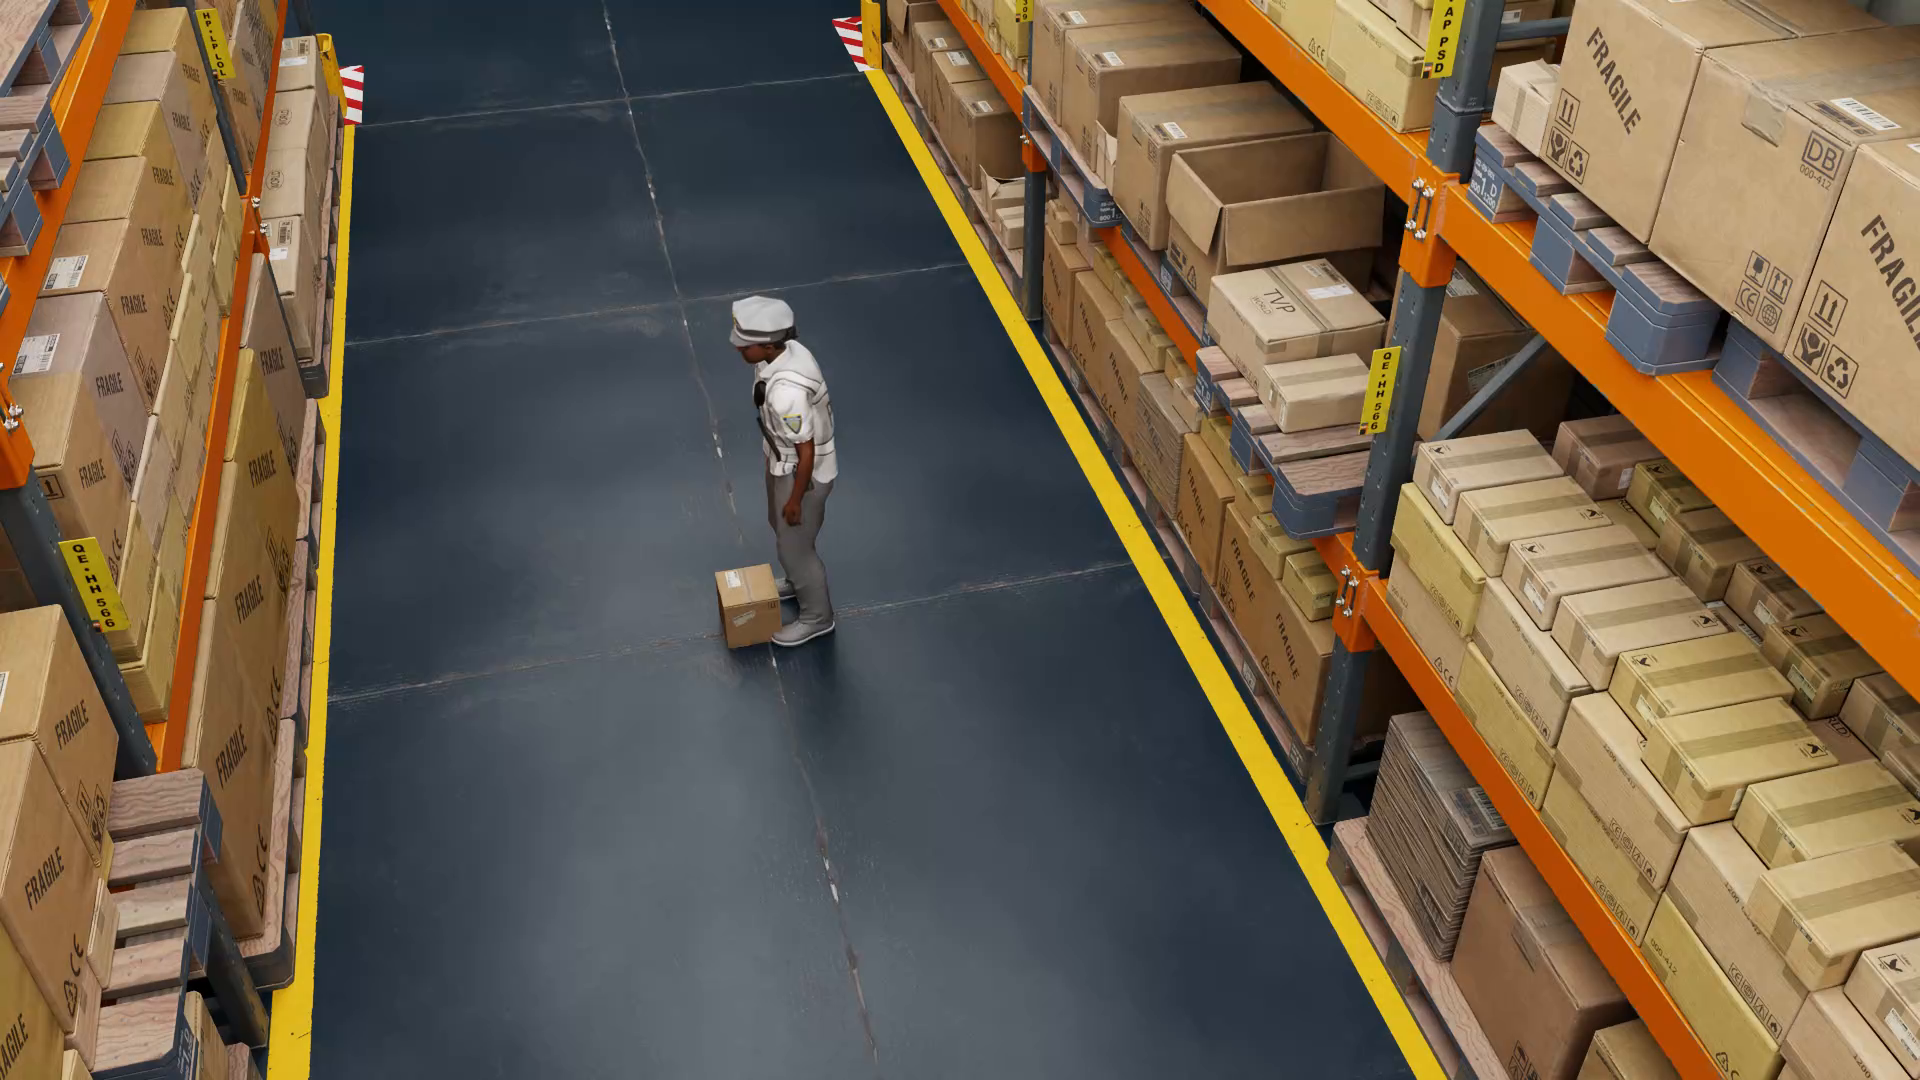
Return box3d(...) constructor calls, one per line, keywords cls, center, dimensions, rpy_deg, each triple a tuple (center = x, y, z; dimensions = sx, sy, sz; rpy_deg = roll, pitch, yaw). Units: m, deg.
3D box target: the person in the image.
box3d(cls="person", center=(-0.727, -0.295, 7.088), dimensions=(0.399, 1.657, 0.512), rpy_deg=(-9, 39, -11))
